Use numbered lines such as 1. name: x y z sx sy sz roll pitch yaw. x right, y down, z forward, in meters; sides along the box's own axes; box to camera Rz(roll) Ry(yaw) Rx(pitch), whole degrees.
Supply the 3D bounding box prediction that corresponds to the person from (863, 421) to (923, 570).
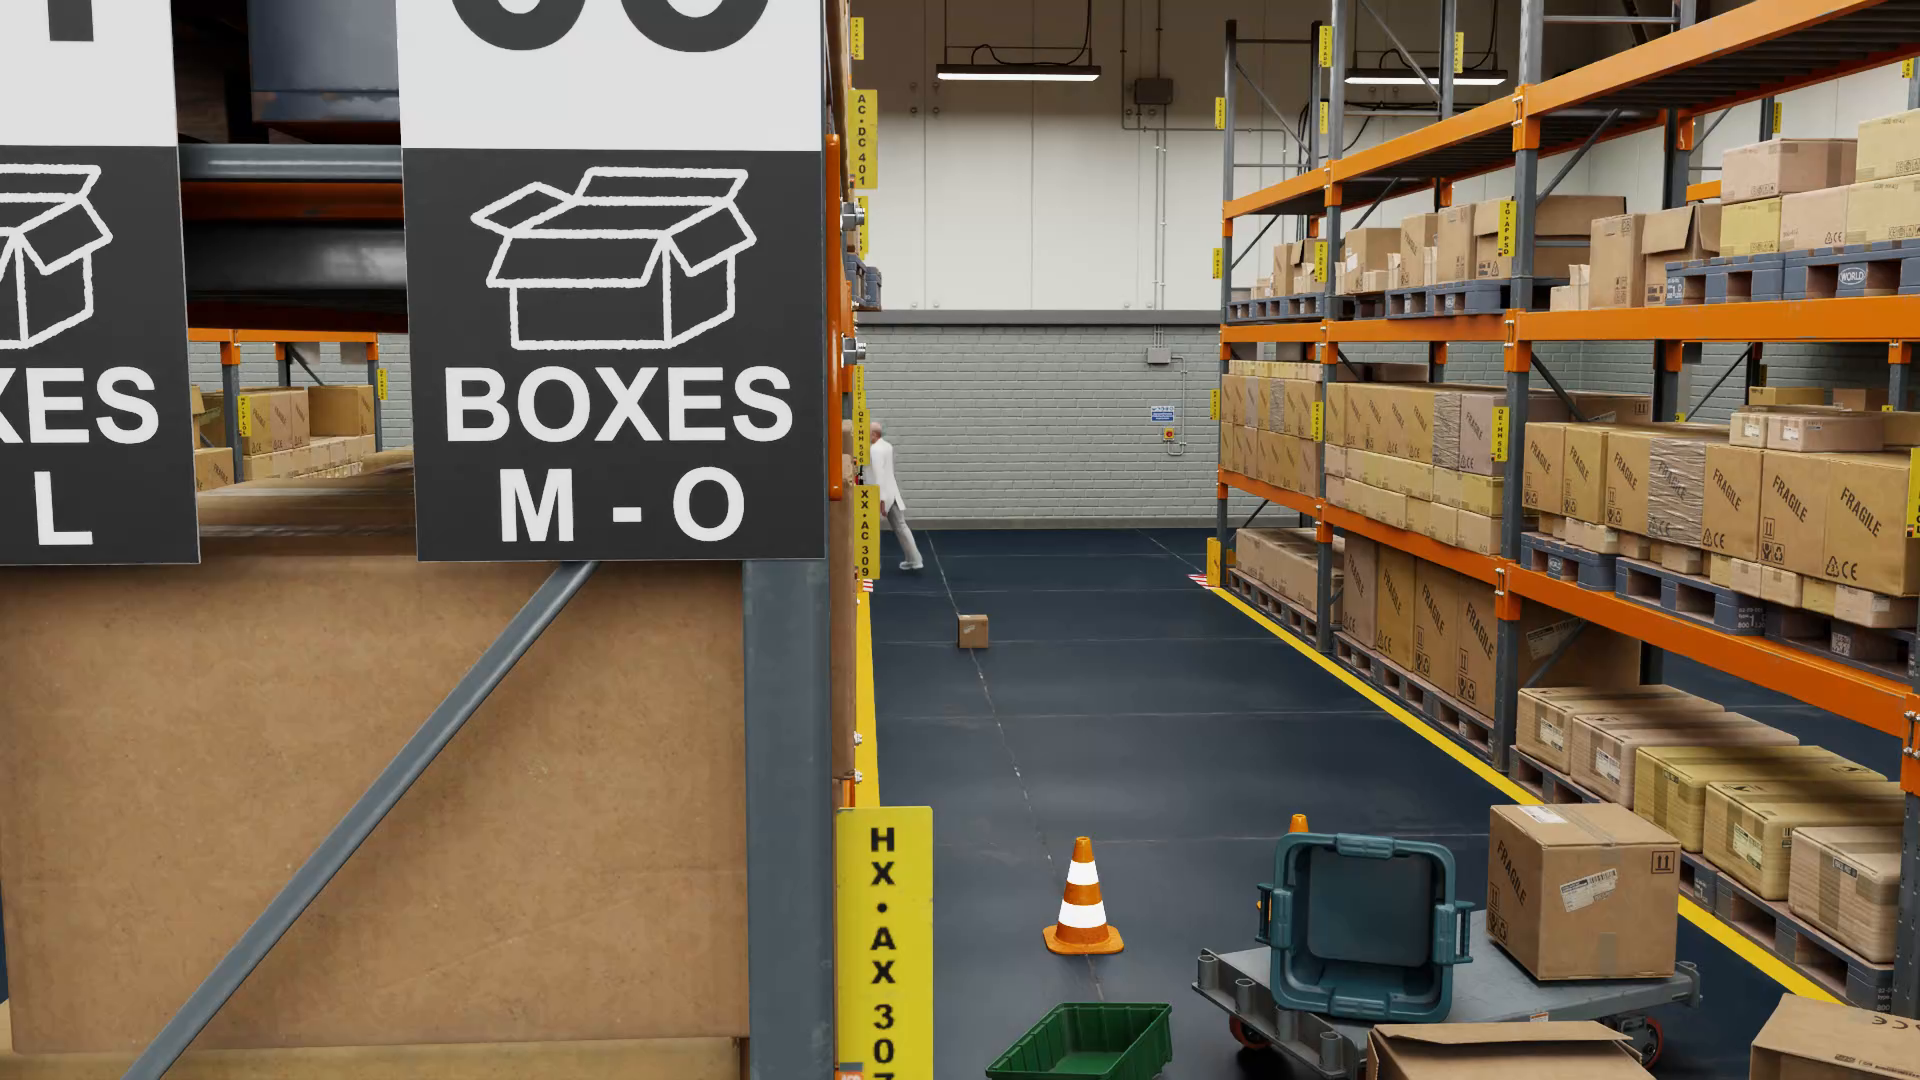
1. person: -0.949 -0.508 19.052 1.081 1.710 0.659 4 8 28
